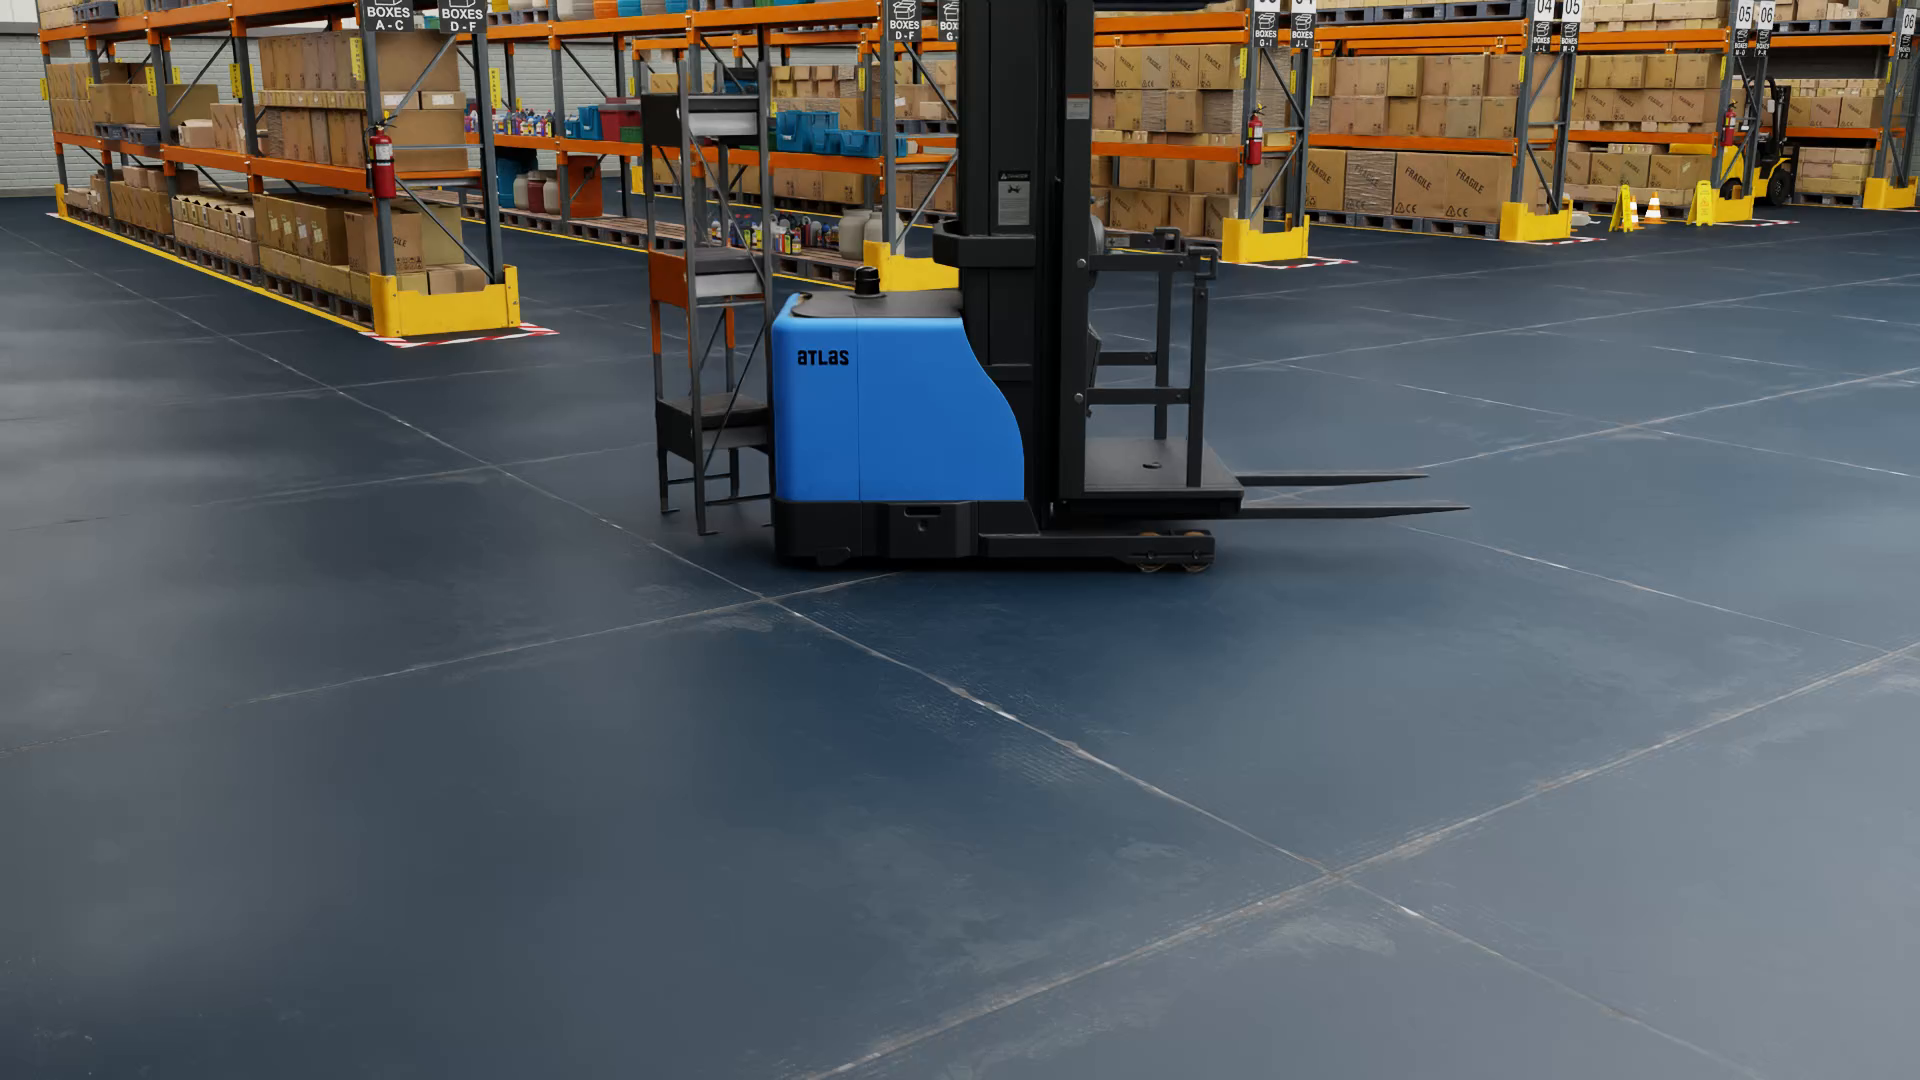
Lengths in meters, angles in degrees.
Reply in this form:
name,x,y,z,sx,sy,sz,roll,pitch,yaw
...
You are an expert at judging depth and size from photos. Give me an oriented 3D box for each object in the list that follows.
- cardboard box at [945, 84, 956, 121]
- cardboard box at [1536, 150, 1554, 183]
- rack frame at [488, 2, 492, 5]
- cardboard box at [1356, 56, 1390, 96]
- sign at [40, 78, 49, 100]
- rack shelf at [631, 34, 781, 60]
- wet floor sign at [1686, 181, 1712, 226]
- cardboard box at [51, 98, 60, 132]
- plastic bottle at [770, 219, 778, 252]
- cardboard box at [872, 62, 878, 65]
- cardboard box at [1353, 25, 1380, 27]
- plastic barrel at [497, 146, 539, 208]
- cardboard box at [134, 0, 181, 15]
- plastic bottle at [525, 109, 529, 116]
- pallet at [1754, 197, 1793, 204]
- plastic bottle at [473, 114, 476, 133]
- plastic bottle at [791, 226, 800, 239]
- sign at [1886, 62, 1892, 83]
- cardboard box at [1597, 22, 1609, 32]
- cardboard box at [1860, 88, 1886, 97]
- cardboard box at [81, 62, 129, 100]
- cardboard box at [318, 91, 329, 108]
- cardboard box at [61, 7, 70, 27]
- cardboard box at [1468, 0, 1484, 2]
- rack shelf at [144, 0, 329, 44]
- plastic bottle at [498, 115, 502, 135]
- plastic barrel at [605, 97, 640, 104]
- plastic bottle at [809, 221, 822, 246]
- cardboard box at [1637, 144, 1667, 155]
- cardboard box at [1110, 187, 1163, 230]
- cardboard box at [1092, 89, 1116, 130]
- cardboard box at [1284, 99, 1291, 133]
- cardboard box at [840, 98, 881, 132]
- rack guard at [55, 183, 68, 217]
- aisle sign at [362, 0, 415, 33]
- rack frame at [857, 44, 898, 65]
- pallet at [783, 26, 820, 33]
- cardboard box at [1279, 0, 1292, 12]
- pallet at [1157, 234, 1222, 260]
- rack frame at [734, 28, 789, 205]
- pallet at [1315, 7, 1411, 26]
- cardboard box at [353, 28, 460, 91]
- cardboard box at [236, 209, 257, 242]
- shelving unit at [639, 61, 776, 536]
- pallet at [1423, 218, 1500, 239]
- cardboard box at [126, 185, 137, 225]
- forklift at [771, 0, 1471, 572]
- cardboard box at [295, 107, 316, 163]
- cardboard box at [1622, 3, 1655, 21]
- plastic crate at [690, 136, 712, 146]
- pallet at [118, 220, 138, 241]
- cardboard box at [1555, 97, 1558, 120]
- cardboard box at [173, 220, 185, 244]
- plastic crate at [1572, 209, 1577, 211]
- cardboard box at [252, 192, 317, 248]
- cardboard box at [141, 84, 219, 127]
name,x,y,z,sx,sy,sz,roll,pitch,yaw
cardboard box,0.225,-6.235,23.683,0.797,0.503,0.637,-9,18,-29
cardboard box,9.788,-6.123,27.257,0.500,0.500,0.500,-10,18,-32
rack frame,-7.391,-9.460,25.093,1.000,3.000,0.127,-11,19,-35
cardboard box,6.203,-6.648,23.854,0.875,0.550,0.550,-11,19,-35
sign,-14.191,-6.986,25.777,0.100,0.325,0.005,-11,19,-35
rack shelf,-4.561,-8.862,29.953,1.077,0.370,4.000,-11,19,-35
wet floor sign,10.933,-4.969,24.508,0.267,0.644,0.232,-4,16,-15
cardboard box,-13.704,-6.565,25.691,0.500,0.500,0.500,-10,18,-33
plastic bottle,-2.078,-3.385,18.446,0.144,0.351,0.185,-10,18,-32
cardboard box,-1.616,-9.474,33.863,0.500,0.500,0.500,-11,19,-35
cardboard box,7.533,-9.310,30.039,0.700,0.500,0.500,-11,19,-35
plastic barrel,-6.669,-5.487,25.120,0.600,0.901,0.708,-11,19,-35
cardboard box,-9.332,-6.527,19.870,0.910,0.500,0.500,-11,19,-35
plastic bottle,-6.586,-6.397,25.360,0.144,0.351,0.185,-11,19,-35
pallet,14.503,-6.154,29.662,1.003,0.211,1.213,-11,19,-35
plastic bottle,-7.302,-6.289,25.114,0.097,0.271,0.097,0,15,0
plastic bottle,-1.810,-3.305,18.281,0.061,0.283,0.133,-11,19,-35
sign,15.253,-7.674,27.289,0.100,0.325,0.005,-11,19,-35
cardboard box,10.228,-8.056,26.122,0.380,0.149,0.250,-11,19,-34
cardboard box,15.269,-7.474,27.782,0.380,0.149,0.250,-11,19,-34
cardboard box,-11.907,-6.397,23.181,0.500,0.500,0.500,-11,19,-34
cardboard box,-5.485,-3.925,14.817,0.380,0.149,0.250,-10,18,-33
cardboard box,-12.487,-7.449,23.712,0.500,0.250,0.500,-11,19,-35
cardboard box,6.974,-7.224,22.098,0.380,0.149,0.250,-11,19,-34
rack shelf,-7.872,-5.617,18.097,1.077,0.370,4.000,-11,19,-35
plastic bottle,-6.700,-6.070,24.315,0.097,0.271,0.097,0,15,0
plastic barrel,-4.521,-5.726,22.556,0.600,0.536,0.708,-11,19,-35
plastic bottle,-1.680,-3.518,19.075,0.152,0.276,0.135,-10,18,-34
cardboard box,10.735,-6.060,25.800,0.380,0.149,0.250,-10,18,-33
cardboard box,2.293,-4.291,21.510,0.500,0.500,0.500,-13,20,-39
cardboard box,2.175,-5.509,21.271,0.875,0.500,0.500,-11,19,-35
cardboard box,4.868,-6.493,25.429,0.500,0.500,0.500,-11,19,-35
cardboard box,-1.523,-6.596,25.804,0.500,0.500,0.500,-10,18,-33
rack guard,-13.707,-5.430,26.470,1.175,0.500,0.348,-11,19,-35
aisle sign,-4.543,-4.430,13.156,0.394,0.787,0.004,-11,19,-35
rack frame,-1.665,-8.938,34.549,1.000,3.000,0.127,-11,19,-35
pallet,-2.114,-8.204,26.545,1.003,0.211,1.213,-10,18,-32
cardboard box,3.597,-6.290,19.478,0.500,0.250,0.500,-10,18,-33
pallet,3.177,-3.623,20.413,1.003,0.211,1.213,-11,19,-35
rack frame,-3.385,-7.335,28.694,1.000,3.000,0.127,-11,19,-35
pallet,5.863,-7.603,24.158,1.003,0.211,1.213,-11,19,-35
cardboard box,-4.639,-4.023,13.945,0.700,0.500,0.500,-11,19,-34
cardboard box,-7.166,-3.279,17.224,0.500,0.311,0.500,-11,19,-35
shelving unit,-1.150,-1.114,7.667,0.431,2.100,0.503,-9,18,-29
pallet,7.209,-4.335,23.013,1.003,0.211,1.213,-11,19,-35
cardboard box,-10.702,-4.444,22.031,0.500,0.500,0.500,-11,19,-34
forklift,0.709,-1.420,7.211,3.031,2.935,1.130,0,15,-1
cardboard box,-5.823,-3.825,15.680,0.700,0.500,0.500,-11,19,-34
cardboard box,10.565,-8.114,25.578,0.500,0.250,0.500,-10,18,-33
plastic crate,-3.219,-4.945,19.839,0.402,0.464,0.583,-11,19,-35
pallet,-10.891,-4.285,22.834,1.003,0.211,1.213,-11,19,-35
cardboard box,9.682,-7.116,27.140,0.500,0.500,0.500,-11,19,-35
cardboard box,-8.978,-3.663,19.690,0.500,0.250,0.500,-11,19,-35
plastic crate,9.595,-5.294,26.768,0.583,0.080,0.402,10,18,33
cardboard box,-6.677,-3.180,16.507,0.500,0.500,0.500,-11,19,-35
cardboard box,-9.509,-5.312,20.317,0.500,0.500,0.700,10,18,33
